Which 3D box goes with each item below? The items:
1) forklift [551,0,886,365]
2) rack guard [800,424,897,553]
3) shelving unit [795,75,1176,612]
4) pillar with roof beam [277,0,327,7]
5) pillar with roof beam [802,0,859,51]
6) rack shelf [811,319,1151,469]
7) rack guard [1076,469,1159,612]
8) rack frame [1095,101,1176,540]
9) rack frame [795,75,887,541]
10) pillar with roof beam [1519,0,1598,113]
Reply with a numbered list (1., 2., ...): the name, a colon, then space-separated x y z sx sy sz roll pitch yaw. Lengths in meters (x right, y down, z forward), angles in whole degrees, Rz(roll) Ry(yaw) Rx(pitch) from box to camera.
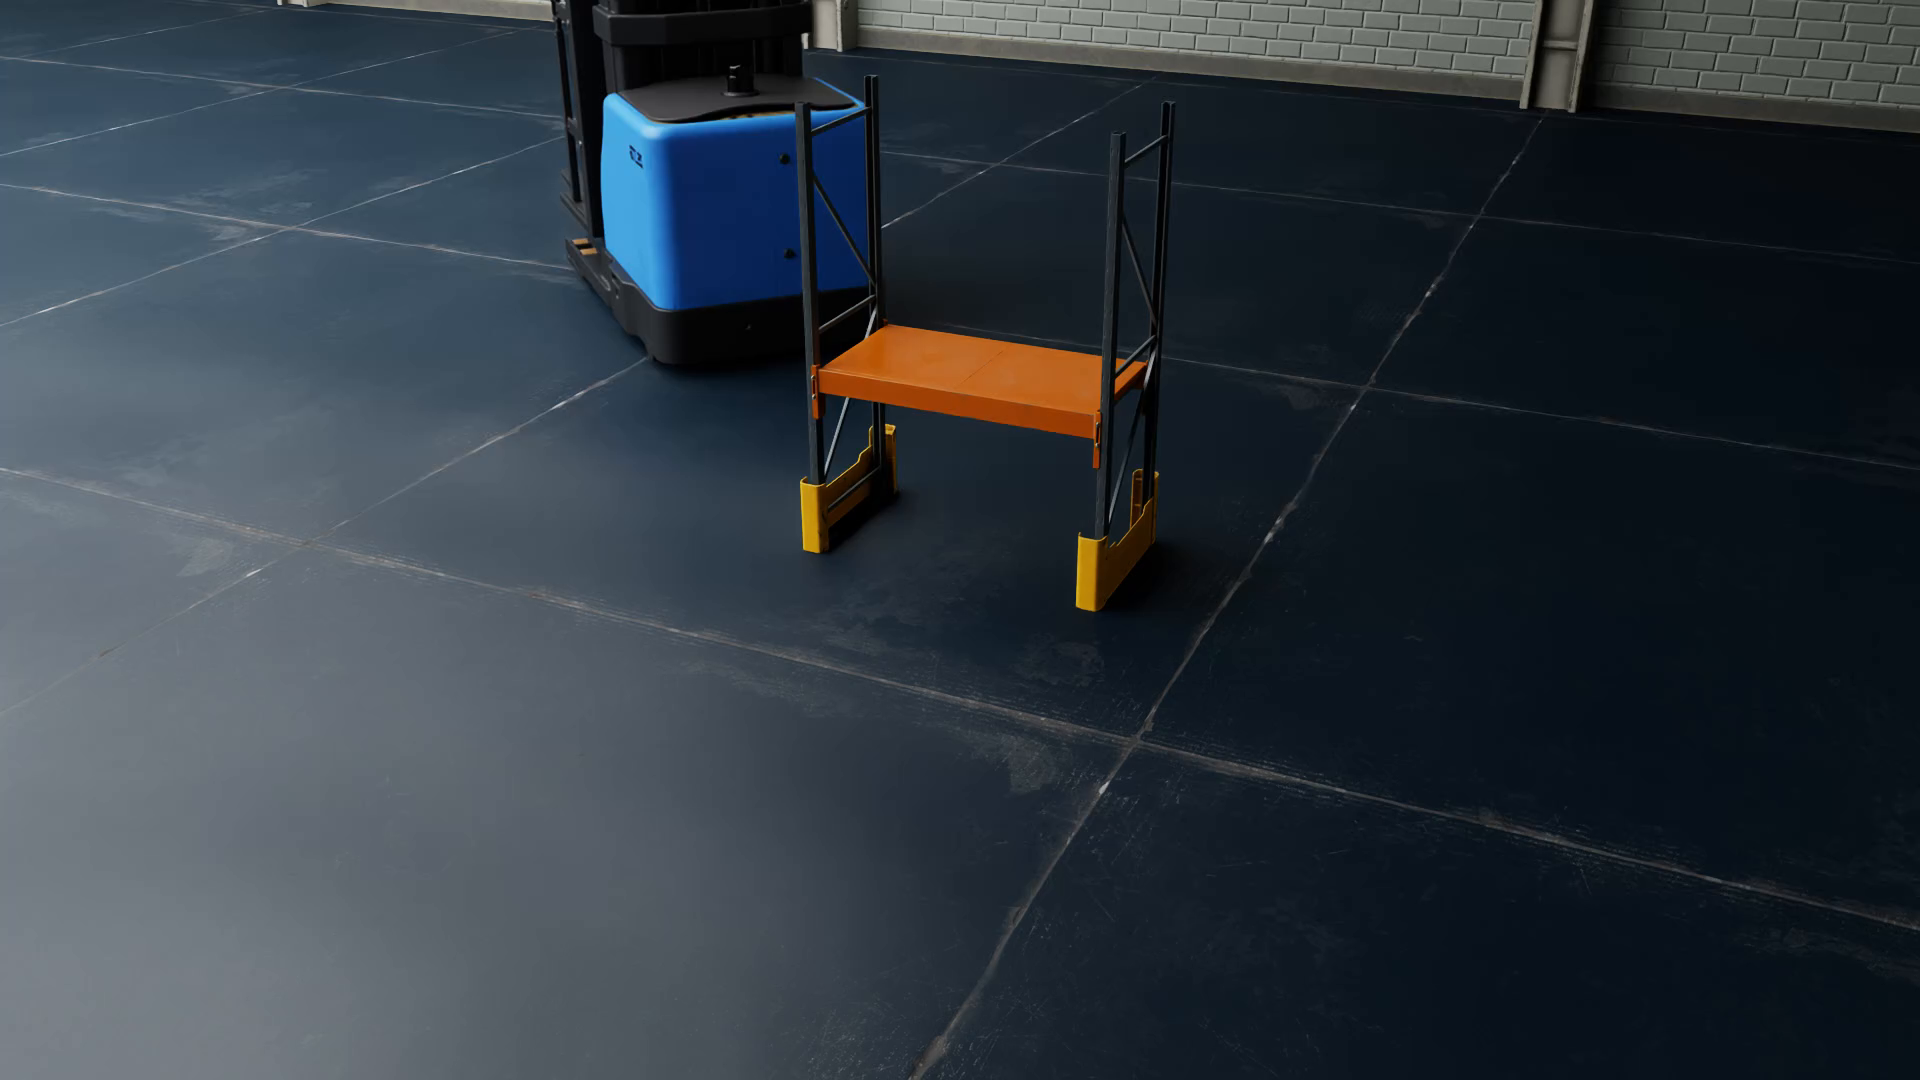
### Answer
1. forklift: -1.382 -2.690 7.895 1.130 2.935 3.031 -11 28 -21
2. rack guard: -0.384 -0.189 5.851 0.087 0.250 0.587 11 28 22
3. shelving unit: 0.069 -0.659 5.390 1.083 1.500 0.587 11 28 22
4. pillar with roof beam: -8.366 -7.689 11.179 0.400 9.000 9.100 11 28 22
5. pillar with roof beam: -2.904 -6.592 8.951 0.400 9.000 9.100 11 28 22
6. rack shelf: 0.078 -0.496 5.466 1.000 0.185 0.538 11 28 22
7. rack guard: 0.523 -0.007 5.482 0.087 0.250 0.587 11 28 22
8. rack frame: 0.540 -0.564 5.198 0.032 1.500 0.500 11 28 22
9. rack frame: -0.385 -0.750 5.576 0.032 1.500 0.500 11 28 22
10. pillar with roof beam: 2.557 -5.495 6.722 0.400 9.000 9.100 11 28 22
